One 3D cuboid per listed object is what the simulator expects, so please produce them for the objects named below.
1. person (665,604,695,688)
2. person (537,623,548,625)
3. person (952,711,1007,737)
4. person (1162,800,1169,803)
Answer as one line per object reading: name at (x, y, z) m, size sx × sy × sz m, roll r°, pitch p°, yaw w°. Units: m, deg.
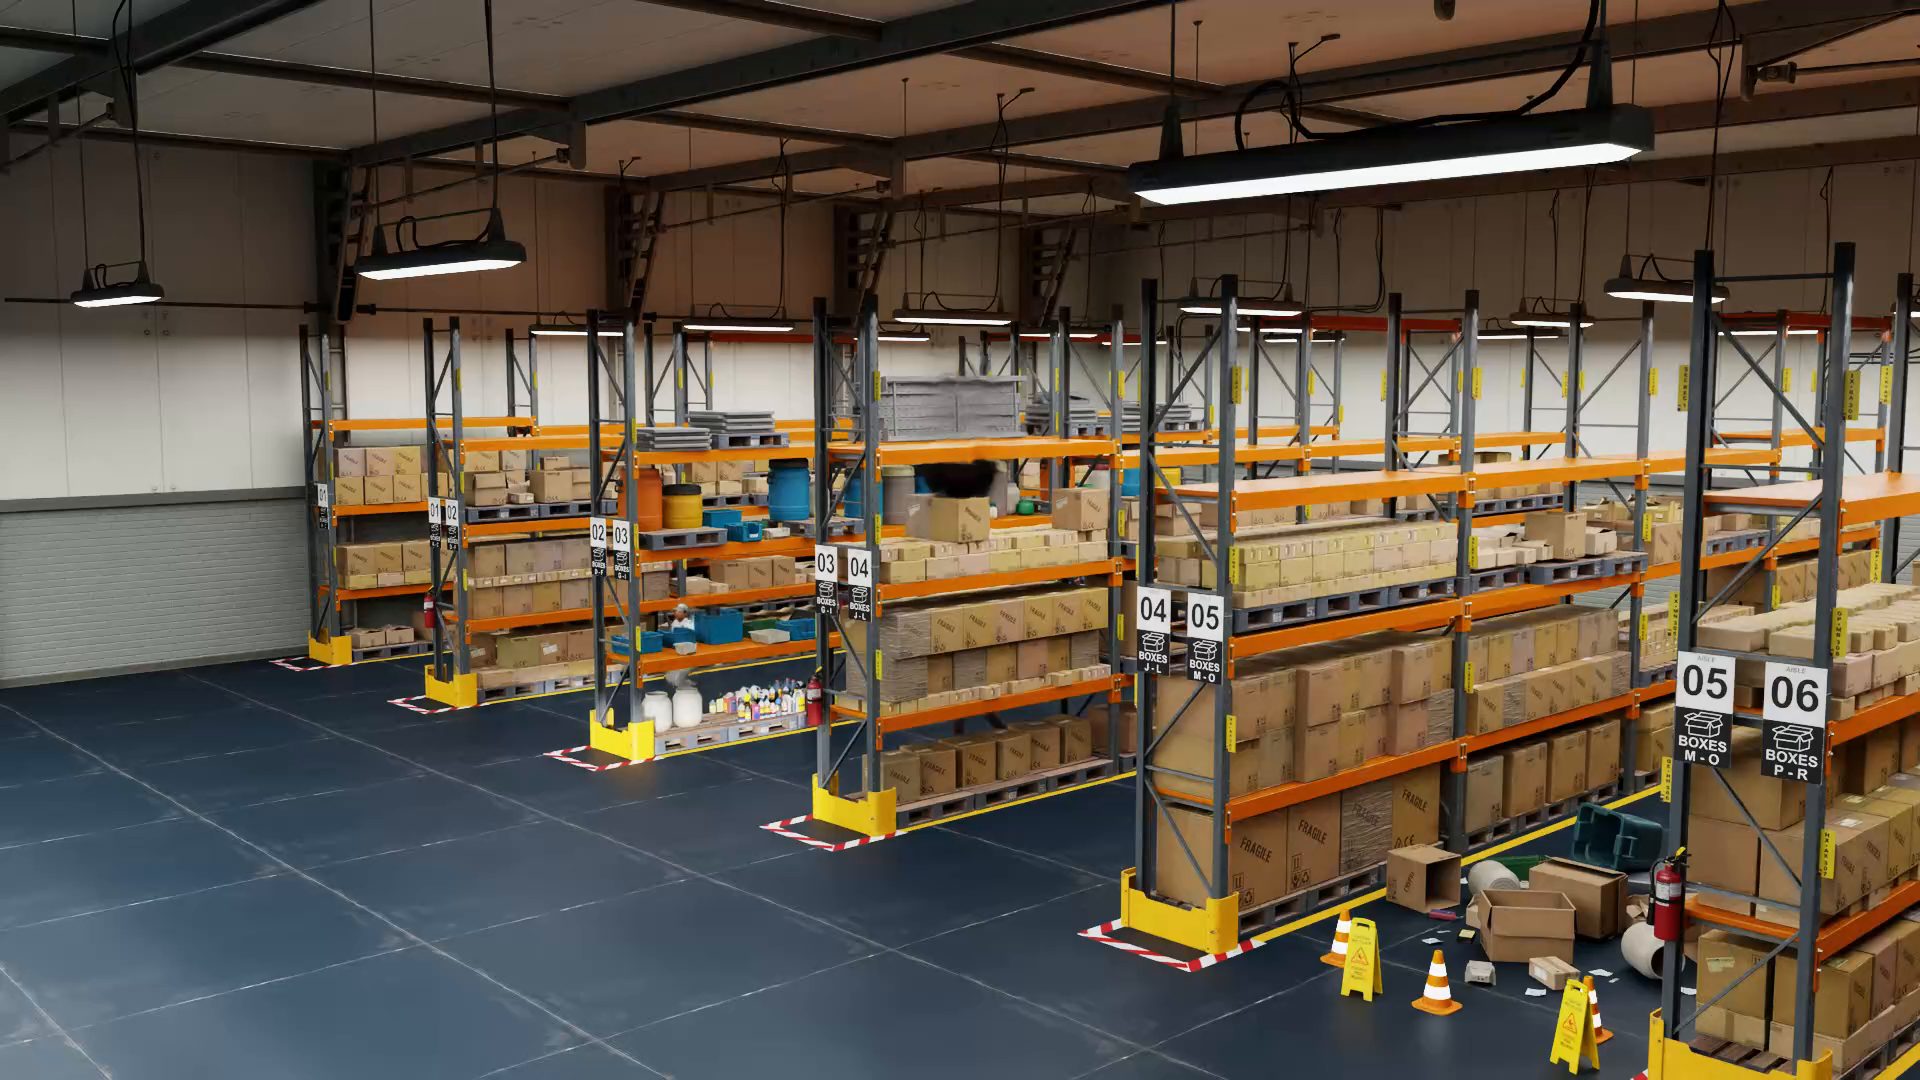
person at (-4.234, 1.778, 25.585) m, size 0.595 × 1.622 × 0.561 m, roll 4°, pitch 7°, yaw 37°
person at (-7.422, 1.260, 29.686) m, size 0.652 × 1.805 × 0.983 m, roll 5°, pitch 7°, yaw 38°
person at (0.264, 2.087, 22.667) m, size 0.963 × 1.653 × 0.654 m, roll -5°, pitch 8°, yaw -40°
person at (2.317, 2.568, 17.841) m, size 0.813 × 1.587 × 0.545 m, roll -4°, pitch 7°, yaw -38°
